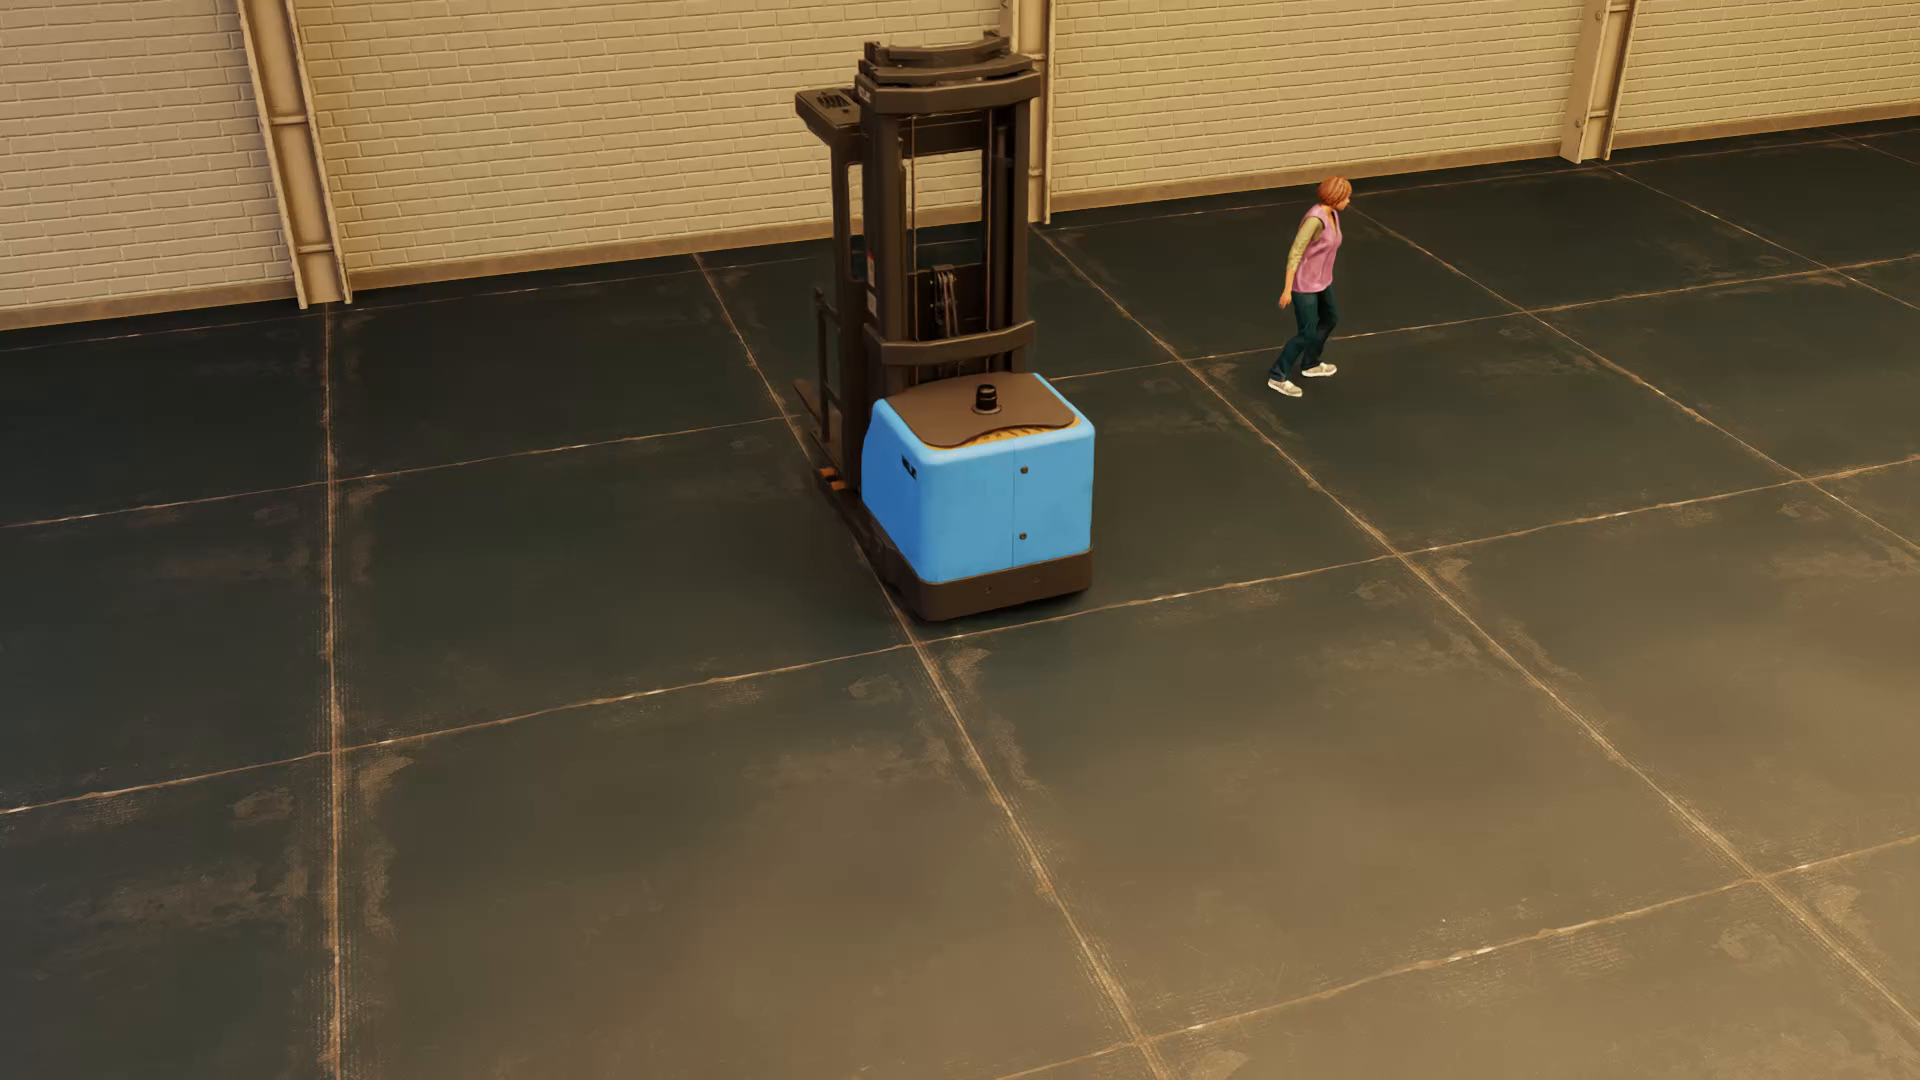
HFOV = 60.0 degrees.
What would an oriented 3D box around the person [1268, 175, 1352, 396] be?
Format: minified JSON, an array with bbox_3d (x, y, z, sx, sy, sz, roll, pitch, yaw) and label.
[{"bbox_3d":[2.437,-1.773,11.570,0.399,1.563,0.730,17,34,27],"label":"person"}]

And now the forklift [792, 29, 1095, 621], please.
[{"bbox_3d":[-0.277,-1.545,9.771,1.130,2.935,3.031,-11,32,-19],"label":"forklift"}]
